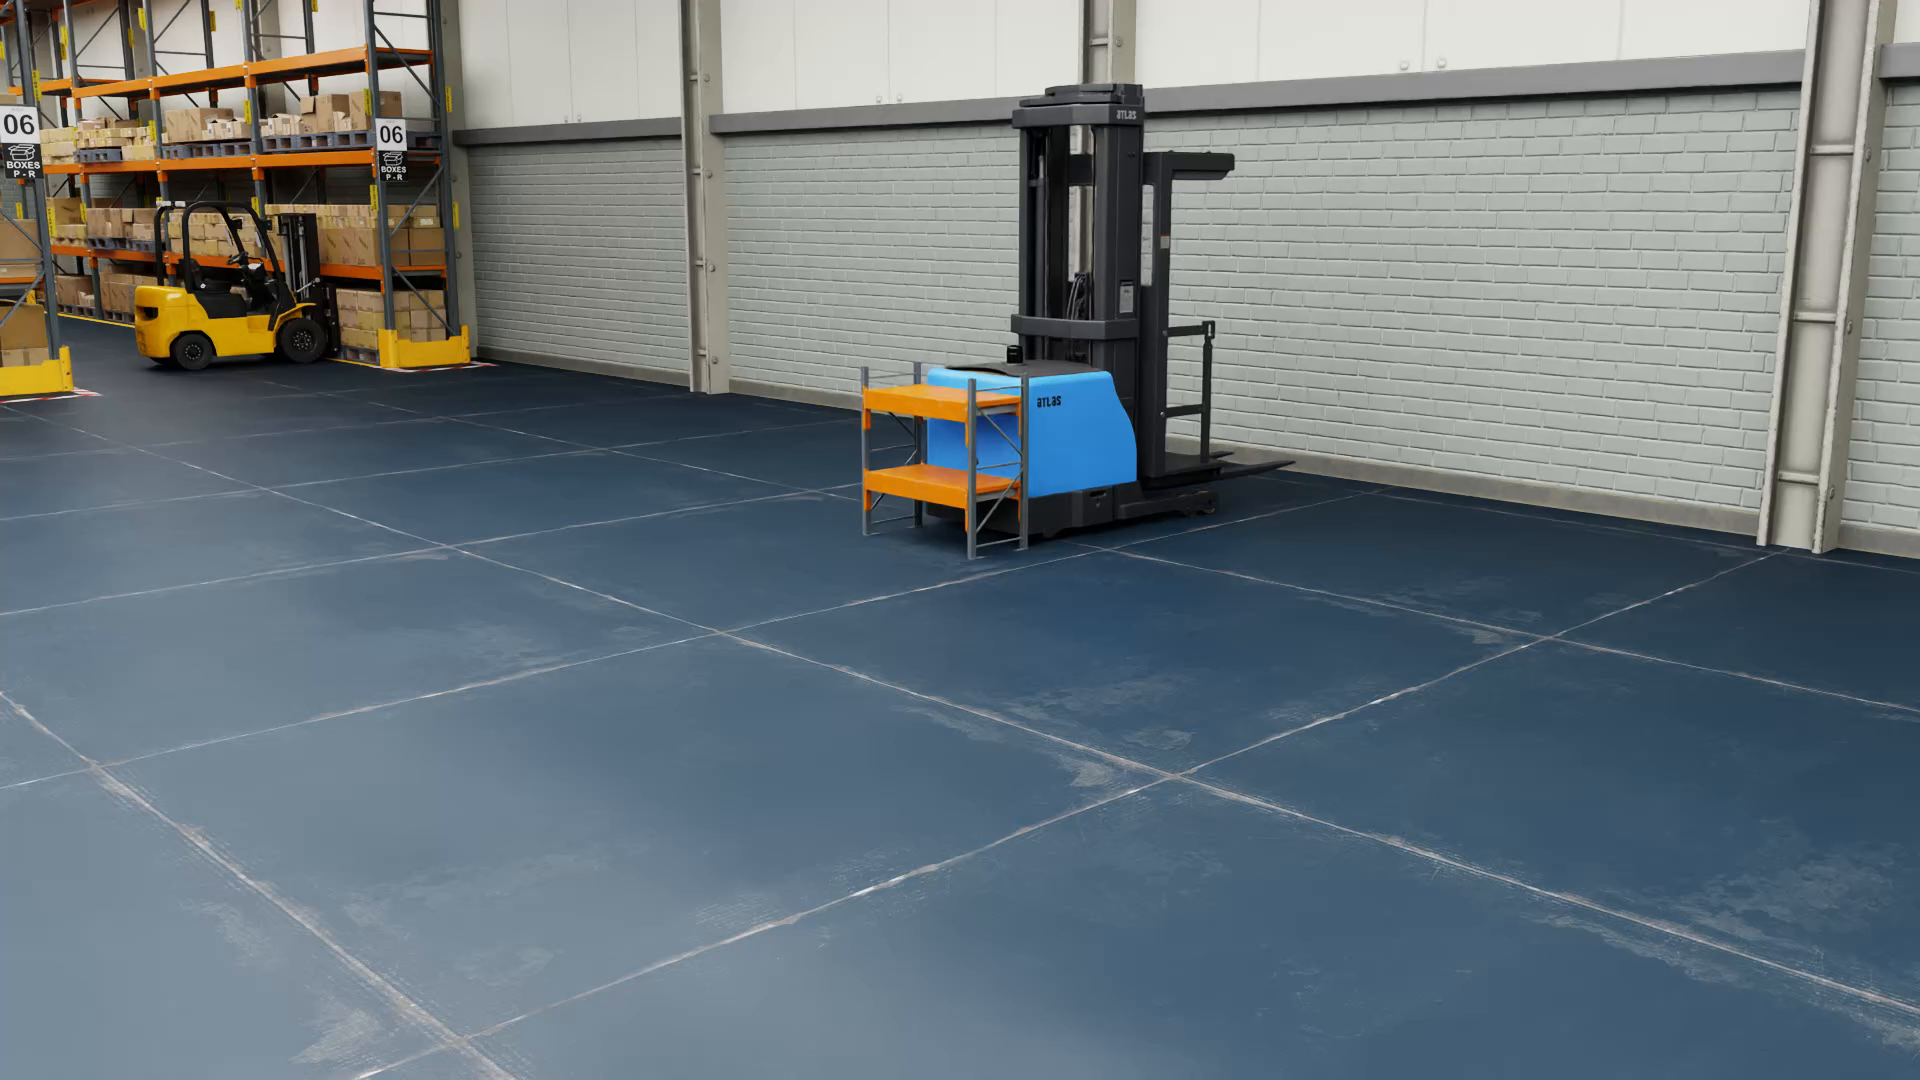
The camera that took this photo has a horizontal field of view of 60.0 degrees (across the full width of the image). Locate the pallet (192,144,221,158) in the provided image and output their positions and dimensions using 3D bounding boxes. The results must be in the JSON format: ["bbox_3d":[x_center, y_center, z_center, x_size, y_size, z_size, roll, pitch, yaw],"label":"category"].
[{"bbox_3d":[-11.414,-6.127,26.253,1.003,0.211,1.213,-10,15,-40],"label":"pallet"}]

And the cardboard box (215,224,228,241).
[{"bbox_3d":[-11.193,-4.773,25.779,0.500,0.250,0.500,-10,16,-41],"label":"cardboard box"}]

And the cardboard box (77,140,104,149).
[{"bbox_3d":[-15.566,-7.086,29.770,0.380,0.149,0.250,-11,16,-42],"label":"cardboard box"}]

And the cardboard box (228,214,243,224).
[{"bbox_3d":[-10.956,-4.900,25.406,0.250,0.149,0.380,11,16,43],"label":"cardboard box"}]

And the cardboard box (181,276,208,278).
[{"bbox_3d":[-13.250,-4.486,28.800,0.380,0.149,0.250,-11,16,-42],"label":"cardboard box"}]

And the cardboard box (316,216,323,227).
[{"bbox_3d":[-8.876,-4.471,23.325,0.380,0.149,0.250,-11,16,-44],"label":"cardboard box"}]

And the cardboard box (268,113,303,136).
[{"bbox_3d":[-9.561,-5.941,23.813,0.500,0.311,0.500,-10,16,-41],"label":"cardboard box"}]

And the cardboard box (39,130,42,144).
[{"bbox_3d":[-17.427,-7.706,31.842,0.500,0.250,0.500,-11,16,-43],"label":"cardboard box"}]

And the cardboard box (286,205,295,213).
[{"bbox_3d":[-9.422,-4.727,23.831,0.380,0.149,0.250,-10,16,-41],"label":"cardboard box"}]

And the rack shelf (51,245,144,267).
[{"bbox_3d":[-16.865,-5.523,32.070,1.077,0.370,4.000,-11,16,-43],"label":"rack shelf"}]

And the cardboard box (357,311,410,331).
[{"bbox_3d":[-7.759,-2.964,22.398,0.500,0.250,0.500,-11,16,-43],"label":"cardboard box"}]

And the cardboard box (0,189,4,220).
[{"bbox_3d":[-11.295,-3.869,18.793,0.500,0.500,0.700,11,16,44],"label":"cardboard box"}]

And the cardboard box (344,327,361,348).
[{"bbox_3d":[-8.087,-2.790,22.793,0.500,0.250,0.500,-11,16,-43],"label":"cardboard box"}]

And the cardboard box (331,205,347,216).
[{"bbox_3d":[-8.368,-4.503,22.742,0.380,0.149,0.250,-10,16,-41],"label":"cardboard box"}]

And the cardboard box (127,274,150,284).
[{"bbox_3d":[-14.482,-4.612,29.408,0.380,0.149,0.250,-10,15,-41],"label":"cardboard box"}]

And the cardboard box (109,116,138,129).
[{"bbox_3d":[-15.017,-7.464,29.844,0.396,0.266,0.258,-11,16,-43],"label":"cardboard box"}]

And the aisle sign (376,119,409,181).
[{"bbox_3d":[-7.364,-5.055,21.572,0.394,0.787,0.004,-11,16,-43],"label":"aisle sign"}]

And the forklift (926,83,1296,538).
[{"bbox_3d":[1.209,-1.669,11.749,3.031,2.935,1.130,-10,15,-40],"label":"forklift"}]

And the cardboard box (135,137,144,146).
[{"bbox_3d":[-13.672,-6.722,28.054,0.380,0.149,0.250,-11,16,-43],"label":"cardboard box"}]

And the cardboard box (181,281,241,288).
[{"bbox_3d":[-12.301,-3.950,27.493,0.875,0.625,0.625,-10,15,-41],"label":"cardboard box"}]

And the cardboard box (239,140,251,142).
[{"bbox_3d":[-11.196,-6.309,25.959,0.380,0.166,0.250,-11,16,-43],"label":"cardboard box"}]

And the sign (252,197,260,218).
[{"bbox_3d":[-10.345,-4.868,24.431,0.100,0.325,0.005,-11,16,-43],"label":"sign"}]

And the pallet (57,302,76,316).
[{"bbox_3d":[-16.804,-4.496,32.213,1.003,0.211,1.213,-11,16,-43],"label":"pallet"}]

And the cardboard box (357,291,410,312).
[{"bbox_3d":[-7.741,-3.205,22.329,0.500,0.250,0.500,-10,15,-41],"label":"cardboard box"}]

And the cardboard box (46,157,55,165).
[{"bbox_3d":[-17.031,-7.162,31.429,0.380,0.149,0.250,-10,16,-41],"label":"cardboard box"}]

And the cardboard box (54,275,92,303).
[{"bbox_3d":[-17.331,-4.916,32.495,0.700,0.500,0.500,-10,15,-40],"label":"cardboard box"}]

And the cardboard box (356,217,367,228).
[{"bbox_3d":[-7.837,-4.244,22.221,0.380,0.149,0.250,-11,16,-42],"label":"cardboard box"}]

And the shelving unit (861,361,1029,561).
[{"bbox_3d":[-0.106,-0.534,10.717,0.538,1.125,1.048,-11,16,-42],"label":"shelving unit"}]

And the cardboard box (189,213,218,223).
[{"bbox_3d":[-12.144,-5.170,26.717,0.380,0.149,0.250,-11,16,-42],"label":"cardboard box"}]

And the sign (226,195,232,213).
[{"bbox_3d":[-12.323,-5.645,28.008,0.100,0.325,0.005,-11,16,-43],"label":"sign"}]

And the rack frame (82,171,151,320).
[{"bbox_3d":[-15.484,-5.584,30.580,1.000,3.000,0.127,-11,16,-43],"label":"rack frame"}]

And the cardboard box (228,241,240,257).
[{"bbox_3d":[-10.848,-4.452,25.461,0.500,0.250,0.500,-11,16,-43],"label":"cardboard box"}]

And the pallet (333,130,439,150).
[{"bbox_3d":[-7.667,-5.365,22.305,1.003,0.211,1.213,-11,16,-43],"label":"pallet"}]

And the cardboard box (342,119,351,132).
[{"bbox_3d":[-7.989,-5.512,22.132,0.250,0.149,0.380,11,16,44],"label":"cardboard box"}]

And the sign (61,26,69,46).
[{"bbox_3d":[-15.889,-8.945,29.519,0.100,0.325,0.005,-11,16,-43],"label":"sign"}]

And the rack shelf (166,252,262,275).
[{"bbox_3d":[-11.341,-4.356,26.403,1.077,0.370,4.000,-11,16,-43],"label":"rack shelf"}]

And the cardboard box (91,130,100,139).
[{"bbox_3d":[-15.018,-7.120,29.199,0.380,0.149,0.250,-11,16,-43],"label":"cardboard box"}]

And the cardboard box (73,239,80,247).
[{"bbox_3d":[-16.280,-5.542,30.998,0.380,0.149,0.250,-10,16,-41],"label":"cardboard box"}]

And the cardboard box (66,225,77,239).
[{"bbox_3d":[-16.369,-5.767,31.106,0.500,0.250,0.500,-11,16,-42],"label":"cardboard box"}]

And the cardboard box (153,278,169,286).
[{"bbox_3d":[-13.457,-4.371,28.242,0.250,0.149,0.380,11,16,42],"label":"cardboard box"}]

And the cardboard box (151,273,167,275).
[{"bbox_3d":[-14.315,-4.716,29.915,0.380,0.149,0.250,-10,16,-41],"label":"cardboard box"}]

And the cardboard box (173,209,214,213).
[{"bbox_3d":[-12.964,-5.352,28.165,0.500,0.500,0.500,-10,15,-40],"label":"cardboard box"}]

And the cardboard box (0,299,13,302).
[{"bbox_3d":[-11.863,-2.676,20.383,0.500,0.500,0.500,-10,16,-41],"label":"cardboard box"}]

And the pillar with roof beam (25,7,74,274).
[{"bbox_3d":[-22.570,-9.025,32.416,9.100,9.000,0.548,-11,16,-43],"label":"pillar with roof beam"}]

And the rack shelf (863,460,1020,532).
[{"bbox_3d":[-0.106,-0.295,10.767,0.538,0.278,1.000,-11,16,-42],"label":"rack shelf"}]

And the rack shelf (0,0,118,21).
[{"bbox_3d":[-16.865,-10.089,31.129,1.077,0.370,4.000,-11,16,-43],"label":"rack shelf"}]

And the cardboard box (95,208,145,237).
[{"bbox_3d":[-14.954,-5.661,29.667,0.700,0.500,0.500,-11,16,-42],"label":"cardboard box"}]

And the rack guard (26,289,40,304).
[{"bbox_3d":[-18.194,-4.932,33.612,1.175,0.500,0.348,-11,16,-43],"label":"rack guard"}]

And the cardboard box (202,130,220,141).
[{"bbox_3d":[-11.471,-6.248,25.703,0.380,0.149,0.250,-11,16,-43],"label":"cardboard box"}]

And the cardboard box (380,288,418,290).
[{"bbox_3d":[-7.740,-3.350,23.034,0.500,0.250,0.500,-11,16,-42],"label":"cardboard box"}]

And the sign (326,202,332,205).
[{"bbox_3d":[-9.559,-4.957,25.195,0.100,0.325,0.005,-11,16,-43],"label":"sign"}]

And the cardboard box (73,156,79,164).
[{"bbox_3d":[-15.946,-6.941,30.358,0.380,0.149,0.250,-11,16,-43],"label":"cardboard box"}]

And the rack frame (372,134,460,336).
[{"bbox_3d":[-7.197,-3.832,22.080,1.000,3.000,0.127,-11,16,-43],"label":"rack frame"}]

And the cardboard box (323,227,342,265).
[{"bbox_3d":[-8.433,-4.068,22.977,0.500,0.500,0.500,-11,16,-44],"label":"cardboard box"}]

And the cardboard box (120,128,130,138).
[{"bbox_3d":[-14.069,-6.935,28.352,0.380,0.149,0.250,-11,16,-42],"label":"cardboard box"}]
